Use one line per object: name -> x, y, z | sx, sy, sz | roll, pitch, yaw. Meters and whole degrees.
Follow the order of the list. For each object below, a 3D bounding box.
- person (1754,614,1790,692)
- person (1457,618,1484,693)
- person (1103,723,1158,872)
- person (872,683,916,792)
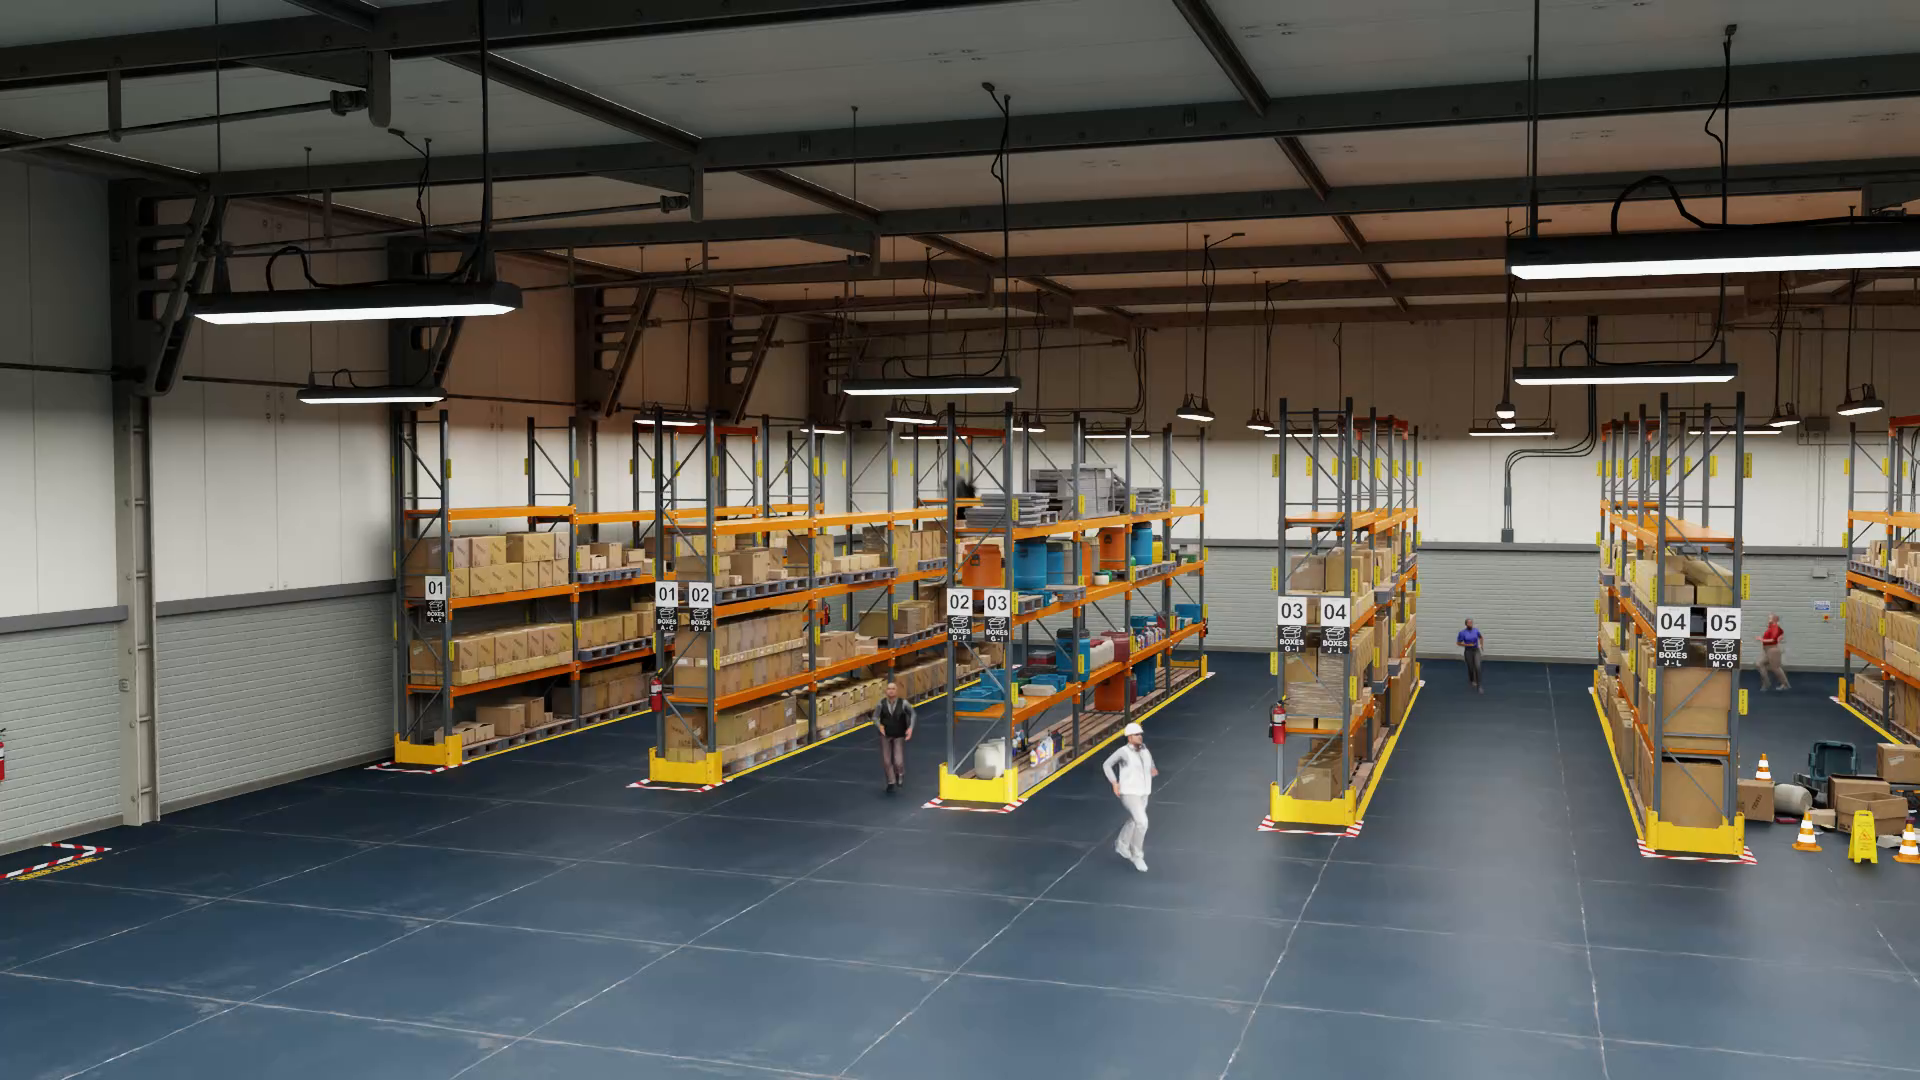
person -> 18.189, 2.557, 37.258 | 0.764, 1.791, 0.632 | 1, 3, 14
person -> 11.506, 2.586, 37.494 | 0.600, 1.627, 0.902 | 0, 2, 7
person -> 2.194, 3.219, 20.939 | 0.630, 1.831, 0.764 | -2, 3, -42
person -> -1.030, 3.056, 25.749 | 0.689, 1.685, 0.592 | 0, 2, 3
